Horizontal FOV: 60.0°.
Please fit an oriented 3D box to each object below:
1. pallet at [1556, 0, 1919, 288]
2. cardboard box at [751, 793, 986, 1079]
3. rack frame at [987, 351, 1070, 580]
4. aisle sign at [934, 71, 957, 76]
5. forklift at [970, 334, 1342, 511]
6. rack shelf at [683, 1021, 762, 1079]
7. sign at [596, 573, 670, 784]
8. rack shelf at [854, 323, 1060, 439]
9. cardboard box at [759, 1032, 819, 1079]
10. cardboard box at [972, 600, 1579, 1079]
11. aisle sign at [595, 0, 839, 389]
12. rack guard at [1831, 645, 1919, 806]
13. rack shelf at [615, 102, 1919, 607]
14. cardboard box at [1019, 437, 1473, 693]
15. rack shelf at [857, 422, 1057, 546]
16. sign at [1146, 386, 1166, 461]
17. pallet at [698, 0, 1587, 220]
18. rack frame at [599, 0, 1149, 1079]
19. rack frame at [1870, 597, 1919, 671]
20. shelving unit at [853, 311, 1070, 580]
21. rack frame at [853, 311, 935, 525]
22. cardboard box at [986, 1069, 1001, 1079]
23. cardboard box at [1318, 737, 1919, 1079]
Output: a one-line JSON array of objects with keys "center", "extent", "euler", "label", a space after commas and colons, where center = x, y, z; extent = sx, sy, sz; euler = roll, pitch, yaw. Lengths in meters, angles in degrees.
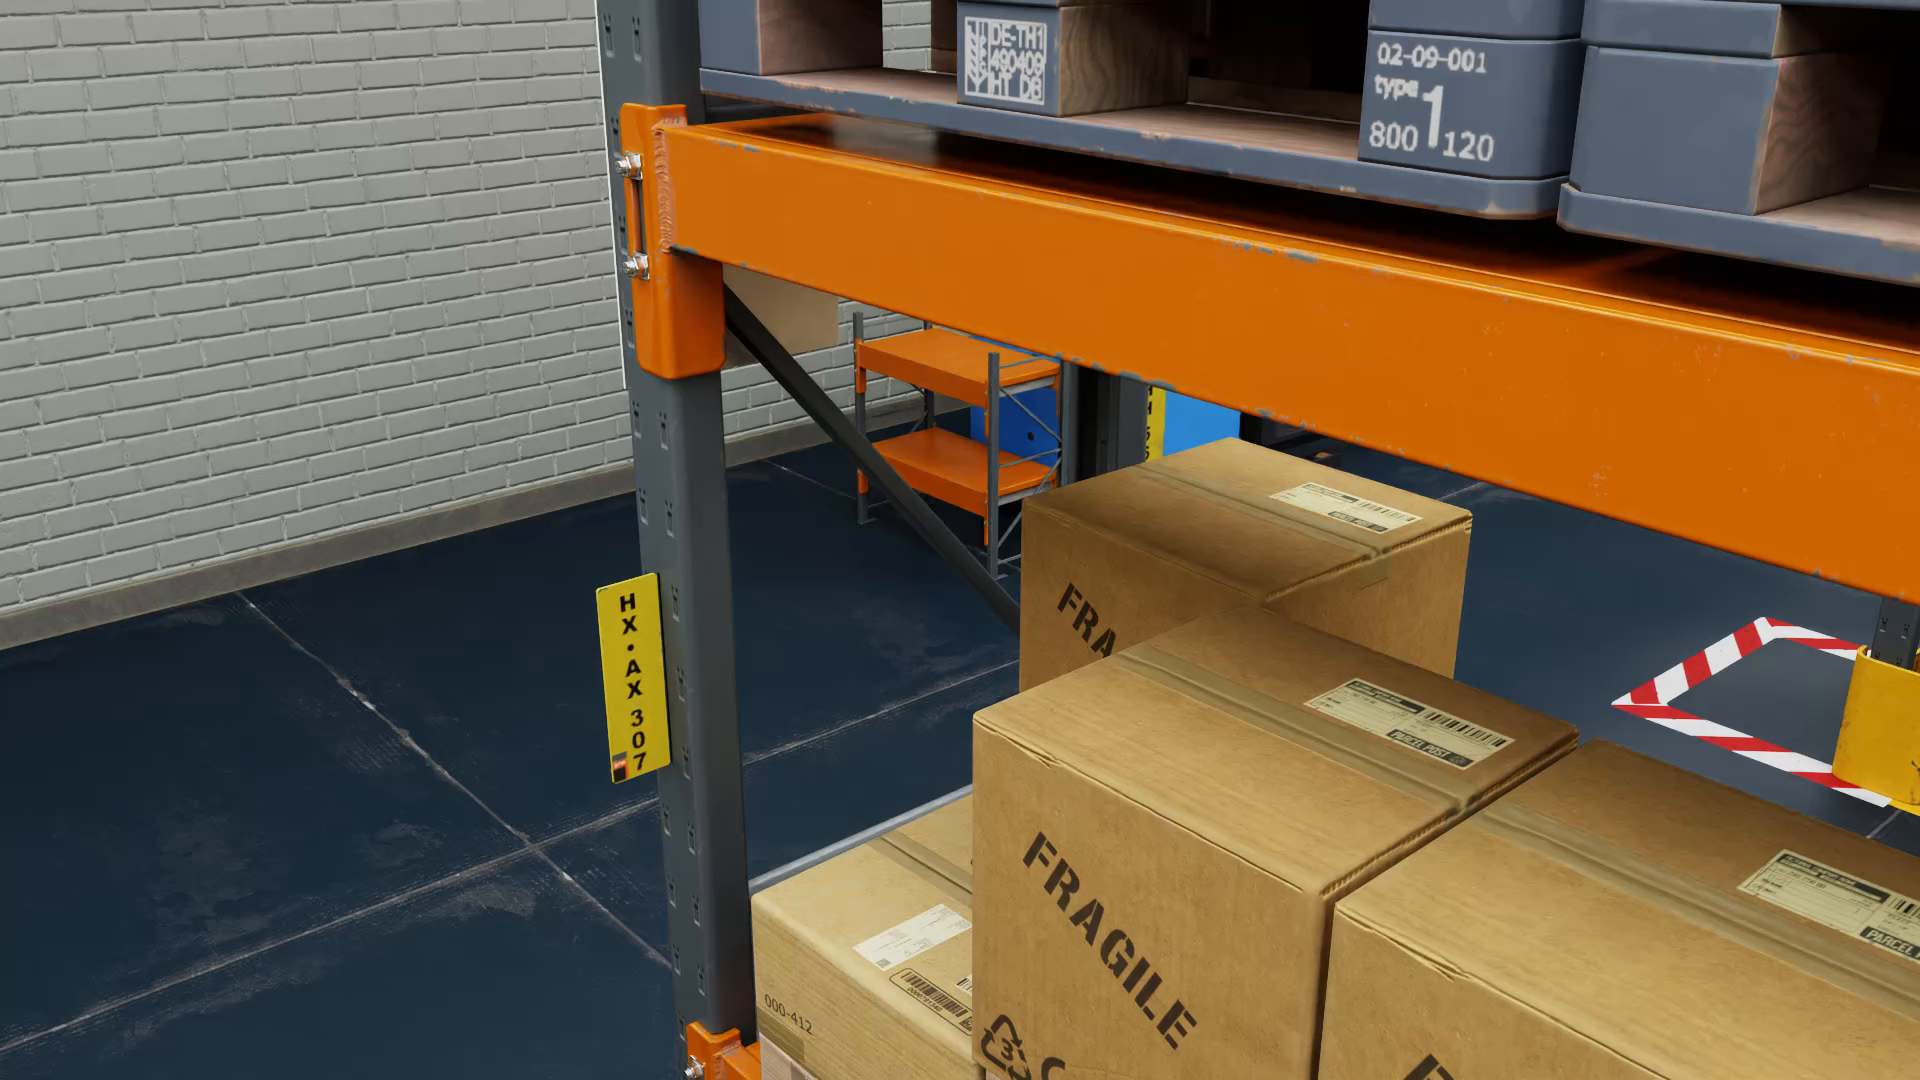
[{"center": [1.221, -0.294, 1.129], "extent": [1.003, 0.211, 1.213], "euler": [-17, 27, -37], "label": "pallet"}, {"center": [0.037, 0.650, 2.509], "extent": [0.500, 0.250, 0.500], "euler": [-18, 28, -39], "label": "cardboard box"}, {"center": [0.327, -0.385, 7.925], "extent": [0.500, 1.125, 0.032], "euler": [-17, 27, -37], "label": "rack frame"}, {"center": [0.109, -0.780, 2.797], "extent": [0.394, 0.787, 0.004], "euler": [-17, 27, -37], "label": "aisle sign"}, {"center": [1.515, -1.781, 9.012], "extent": [3.031, 2.935, 1.130], "euler": [-16, 26, -35], "label": "forklift"}, {"center": [1.234, 1.410, 1.759], "extent": [1.077, 0.370, 4.000], "euler": [-17, 27, -37], "label": "rack shelf"}, {"center": [-0.496, 0.213, 2.533], "extent": [0.100, 0.325, 0.005], "euler": [-17, 27, -37], "label": "sign"}, {"center": [-0.004, -0.798, 8.177], "extent": [0.538, 0.278, 1.000], "euler": [-17, 27, -37], "label": "rack shelf"}, {"center": [-0.090, 0.816, 2.633], "extent": [0.380, 0.149, 0.250], "euler": [-17, 27, -37], "label": "cardboard box"}, {"center": [0.363, 0.439, 2.019], "extent": [0.500, 0.500, 0.500], "euler": [-18, 28, -39], "label": "cardboard box"}, {"center": [-0.346, -0.637, 2.433], "extent": [0.394, 0.787, 0.004], "euler": [-17, 27, -37], "label": "aisle sign"}, {"center": [3.801, 0.554, 6.384], "extent": [1.175, 0.500, 0.348], "euler": [-17, 27, -37], "label": "rack guard"}, {"center": [1.234, 0.013, 1.212], "extent": [1.077, 0.370, 4.000], "euler": [-17, 27, -37], "label": "rack shelf"}, {"center": [0.445, 0.176, 2.691], "extent": [0.500, 0.500, 0.500], "euler": [-17, 27, -37], "label": "cardboard box"}, {"center": [-0.004, -0.298, 8.373], "extent": [0.538, 0.278, 1.000], "euler": [-17, 27, -37], "label": "rack shelf"}, {"center": [0.348, -0.253, 3.104], "extent": [0.100, 0.325, 0.005], "euler": [-17, 27, -37], "label": "sign"}, {"center": [0.420, -0.631, 1.990], "extent": [1.003, 0.211, 1.213], "euler": [-17, 27, -37], "label": "pallet"}, {"center": [-0.069, 0.521, 3.040], "extent": [0.949, 2.616, 0.053], "euler": [-17, 27, -37], "label": "rack frame"}, {"center": [3.752, -0.631, 5.982], "extent": [1.000, 3.000, 0.127], "euler": [-17, 27, -37], "label": "rack frame"}, {"center": [-0.004, -0.526, 8.284], "extent": [0.538, 1.125, 1.048], "euler": [-17, 27, -37], "label": "shelving unit"}, {"center": [-0.336, -0.666, 8.642], "extent": [0.500, 1.125, 0.032], "euler": [-17, 27, -37], "label": "rack frame"}, {"center": [0.381, 0.792, 2.146], "extent": [0.500, 0.250, 0.500], "euler": [-18, 28, -38], "label": "cardboard box"}, {"center": [0.706, 0.581, 1.657], "extent": [0.500, 0.500, 0.500], "euler": [-18, 28, -39], "label": "cardboard box"}]
